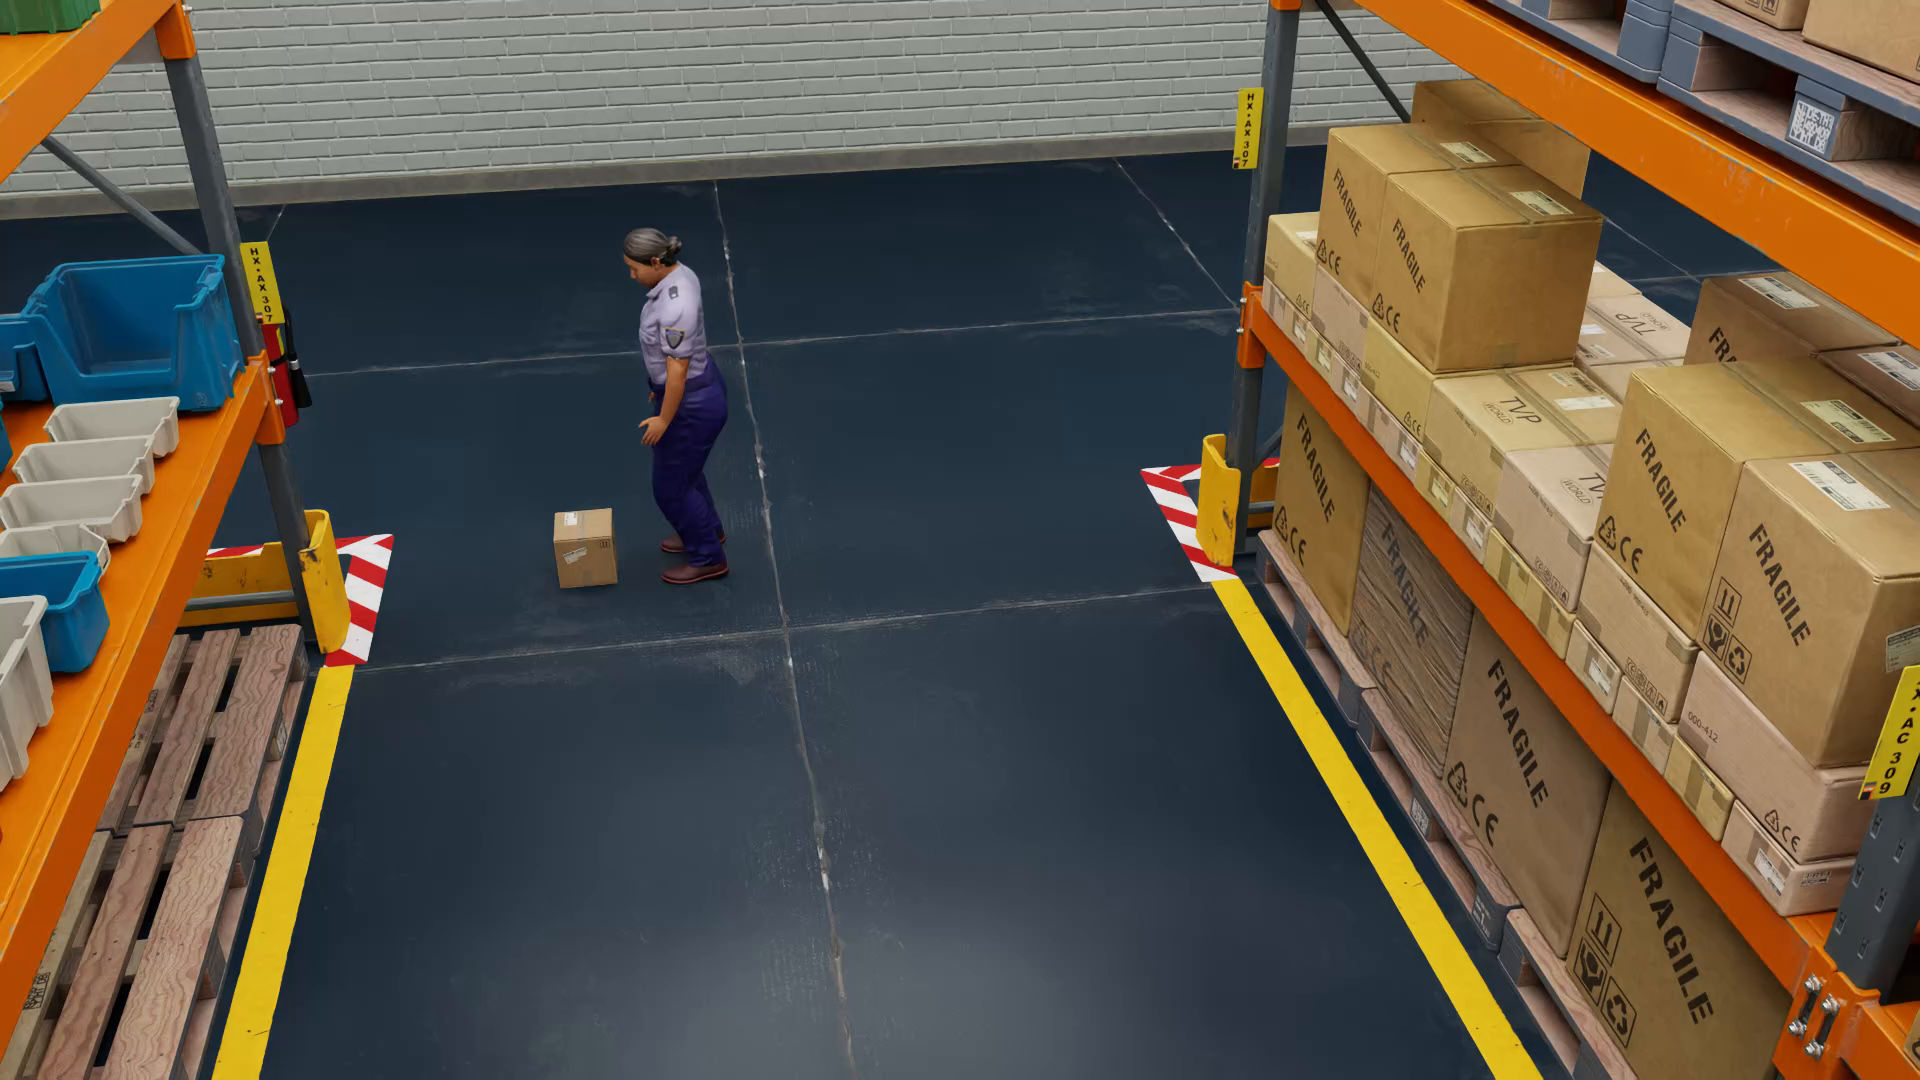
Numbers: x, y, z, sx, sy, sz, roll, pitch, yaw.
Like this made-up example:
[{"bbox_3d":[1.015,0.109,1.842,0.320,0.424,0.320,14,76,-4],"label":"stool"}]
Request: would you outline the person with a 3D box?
[{"bbox_3d":[-1.192,-0.577,7.157,0.384,1.615,0.493,-5,31,-8],"label":"person"}]
